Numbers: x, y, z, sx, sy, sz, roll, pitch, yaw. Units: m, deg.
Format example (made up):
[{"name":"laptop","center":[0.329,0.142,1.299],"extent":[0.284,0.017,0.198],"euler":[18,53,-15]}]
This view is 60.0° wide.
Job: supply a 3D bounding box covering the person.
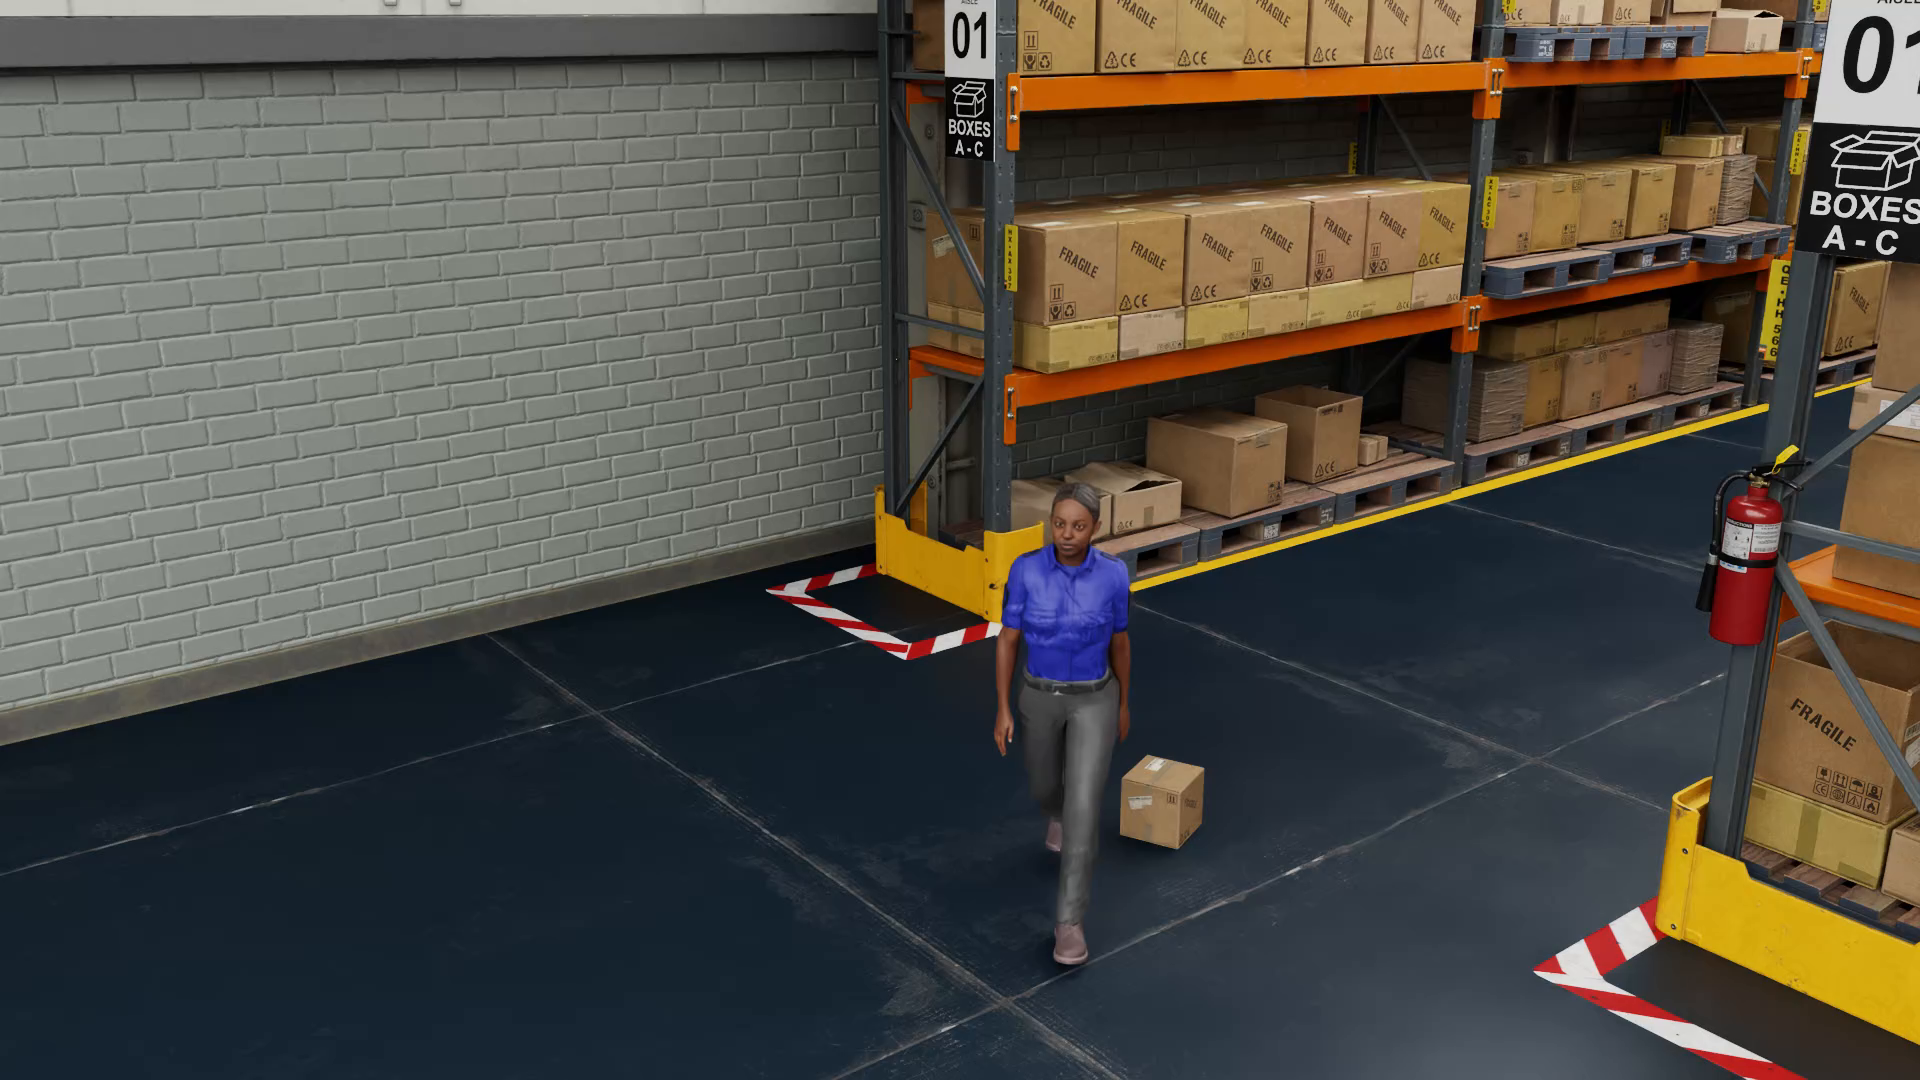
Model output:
[{"name":"person","center":[0.366,0.558,5.848],"extent":[0.462,1.593,0.971],"euler":[3,18,9]}]
